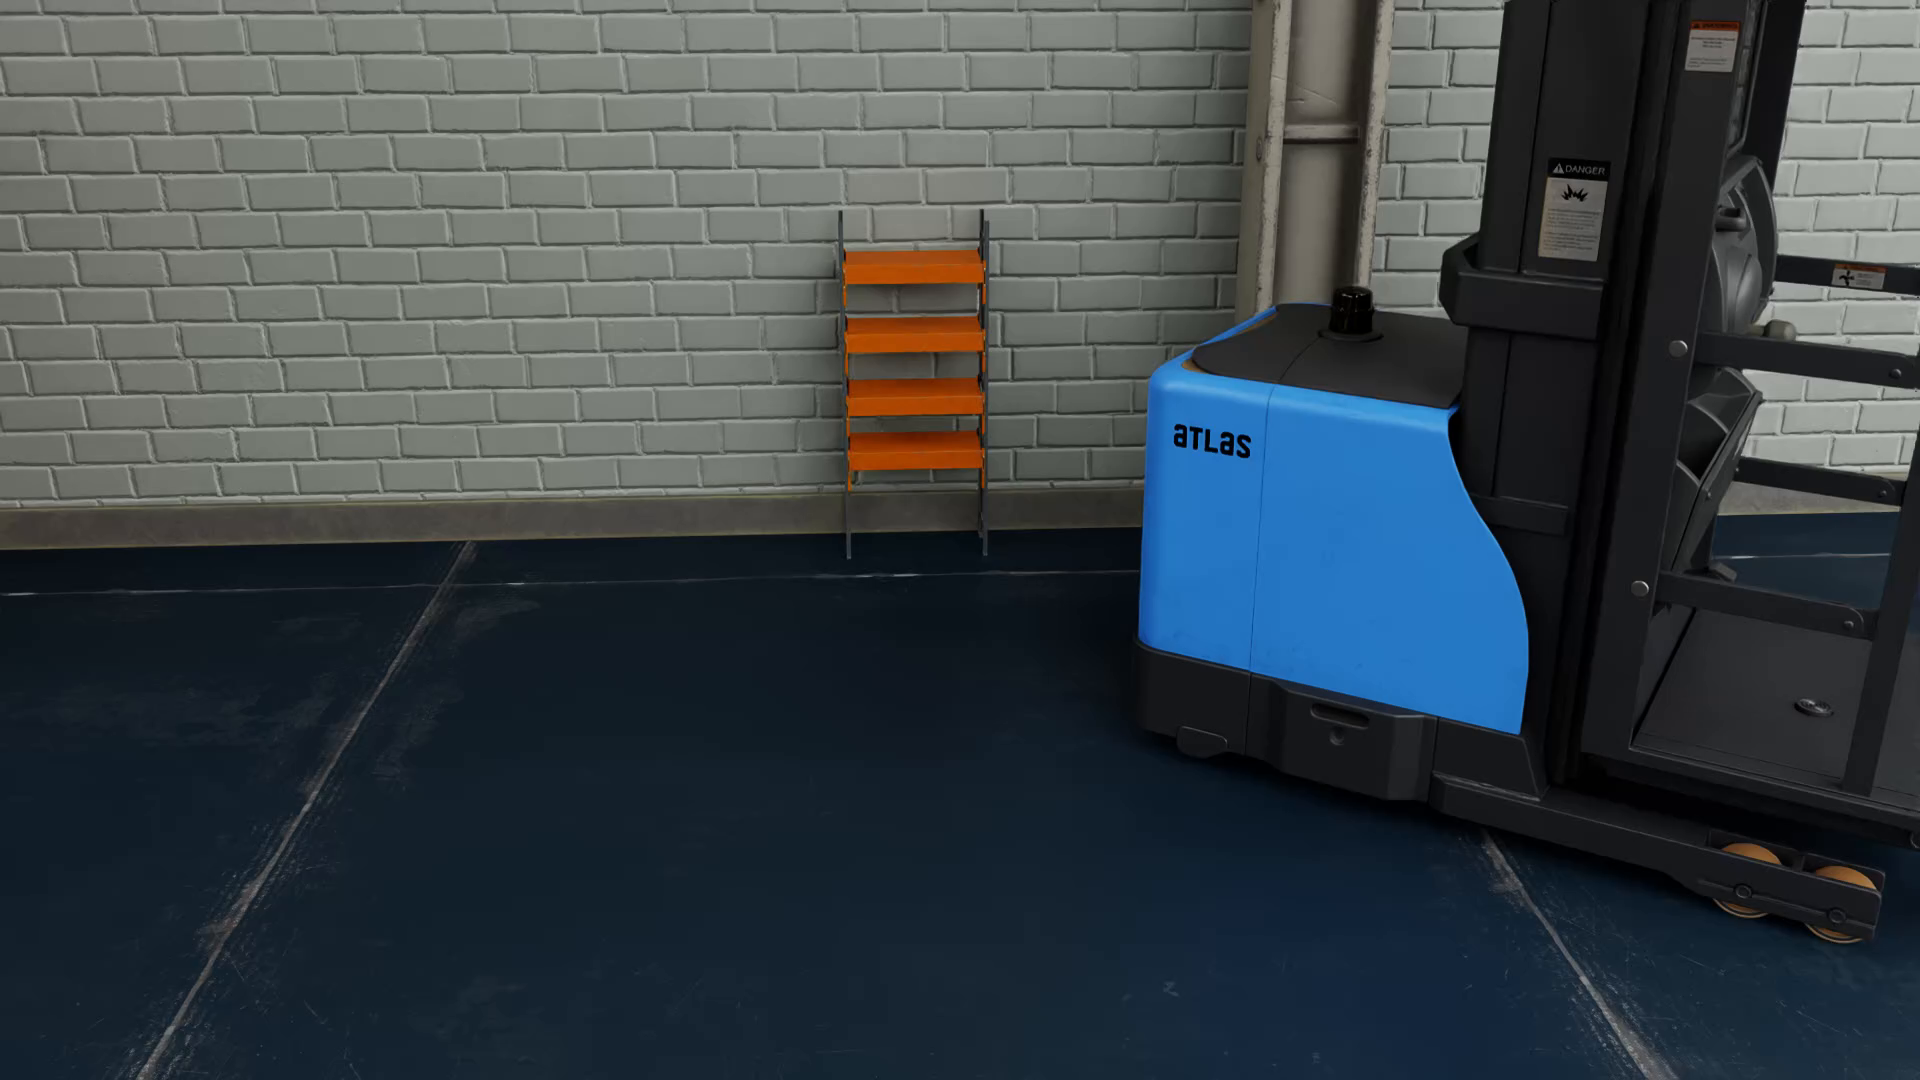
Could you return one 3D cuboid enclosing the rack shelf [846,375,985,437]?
[{"bbox_3d":[-0.161,-0.476,5.874,0.480,0.148,0.258,-1,21,-4],"label":"rack shelf"}]

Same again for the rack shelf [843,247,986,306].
[{"bbox_3d":[-0.161,-0.906,5.710,0.480,0.148,0.258,-1,21,-4],"label":"rack shelf"}]

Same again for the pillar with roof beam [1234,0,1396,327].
[{"bbox_3d":[1.445,-2.693,0.548,0.400,9.000,9.100,-1,21,-3],"label":"pillar with roof beam"}]

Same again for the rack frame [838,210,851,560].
[{"bbox_3d":[-0.404,-0.533,5.835,0.015,1.200,0.240,-1,21,-4],"label":"rack frame"}]

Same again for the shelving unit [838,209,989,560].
[{"bbox_3d":[-0.161,-0.539,5.850,0.503,1.200,0.258,-1,21,-4],"label":"shelving unit"}]

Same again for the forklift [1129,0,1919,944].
[{"bbox_3d":[1.999,-0.680,3.786,3.031,2.935,1.130,12,24,29],"label":"forklift"}]

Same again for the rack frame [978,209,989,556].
[{"bbox_3d":[0.083,-0.545,5.865,0.015,1.200,0.240,-1,21,-4],"label":"rack frame"}]

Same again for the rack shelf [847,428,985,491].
[{"bbox_3d":[-0.161,-0.291,5.945,0.480,0.148,0.258,-1,21,-4],"label":"rack shelf"}]

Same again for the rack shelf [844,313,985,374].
[{"bbox_3d":[-0.161,-0.685,5.794,0.480,0.148,0.258,-1,21,-4],"label":"rack shelf"}]
